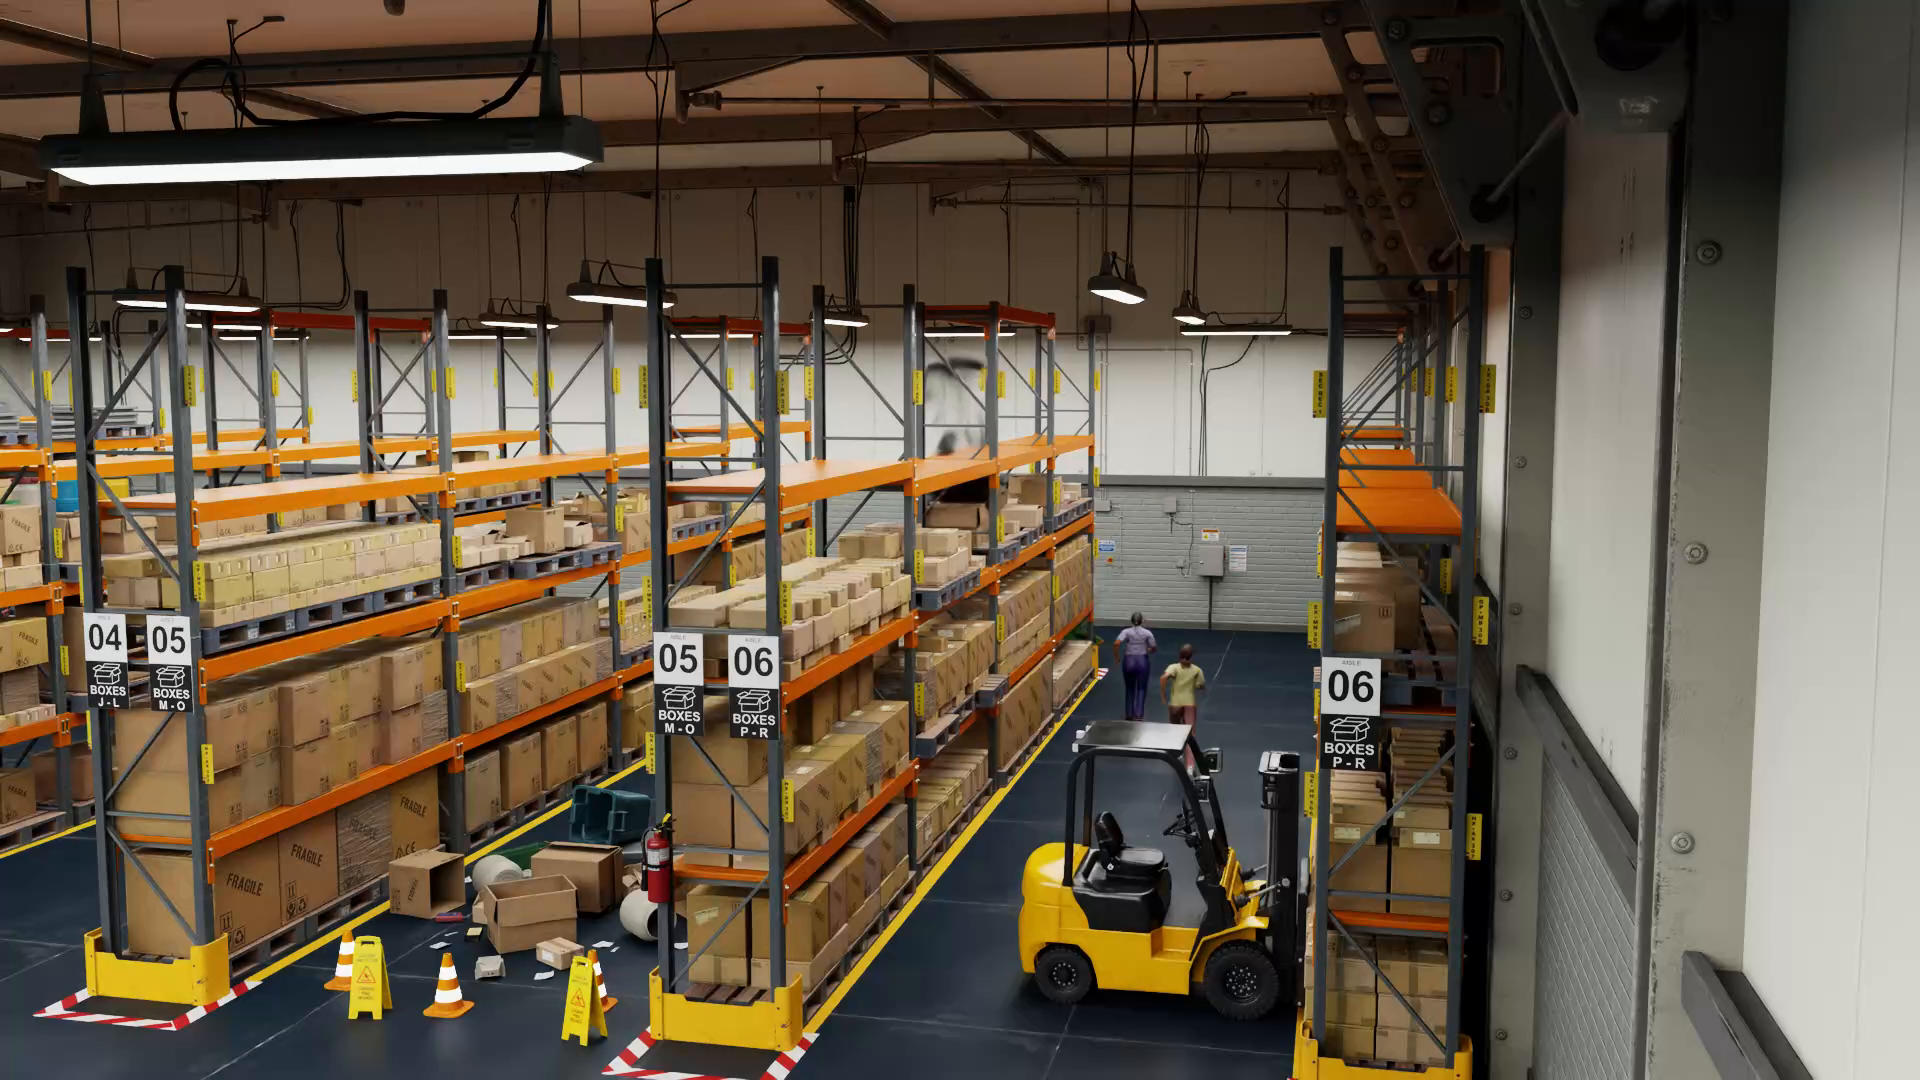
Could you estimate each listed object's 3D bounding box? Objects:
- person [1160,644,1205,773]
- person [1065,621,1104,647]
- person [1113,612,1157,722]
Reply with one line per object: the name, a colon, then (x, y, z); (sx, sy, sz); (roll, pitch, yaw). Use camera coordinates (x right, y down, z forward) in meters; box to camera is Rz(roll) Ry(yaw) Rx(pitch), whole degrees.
person: (2.854, 2.184, 21.326); (0.580, 1.692, 0.846); (1, 6, 7)
person: (2.148, 1.297, 29.628); (0.863, 1.771, 0.657); (0, 6, 2)
person: (2.561, 1.912, 24.266); (0.616, 1.725, 0.751); (1, 6, 12)
